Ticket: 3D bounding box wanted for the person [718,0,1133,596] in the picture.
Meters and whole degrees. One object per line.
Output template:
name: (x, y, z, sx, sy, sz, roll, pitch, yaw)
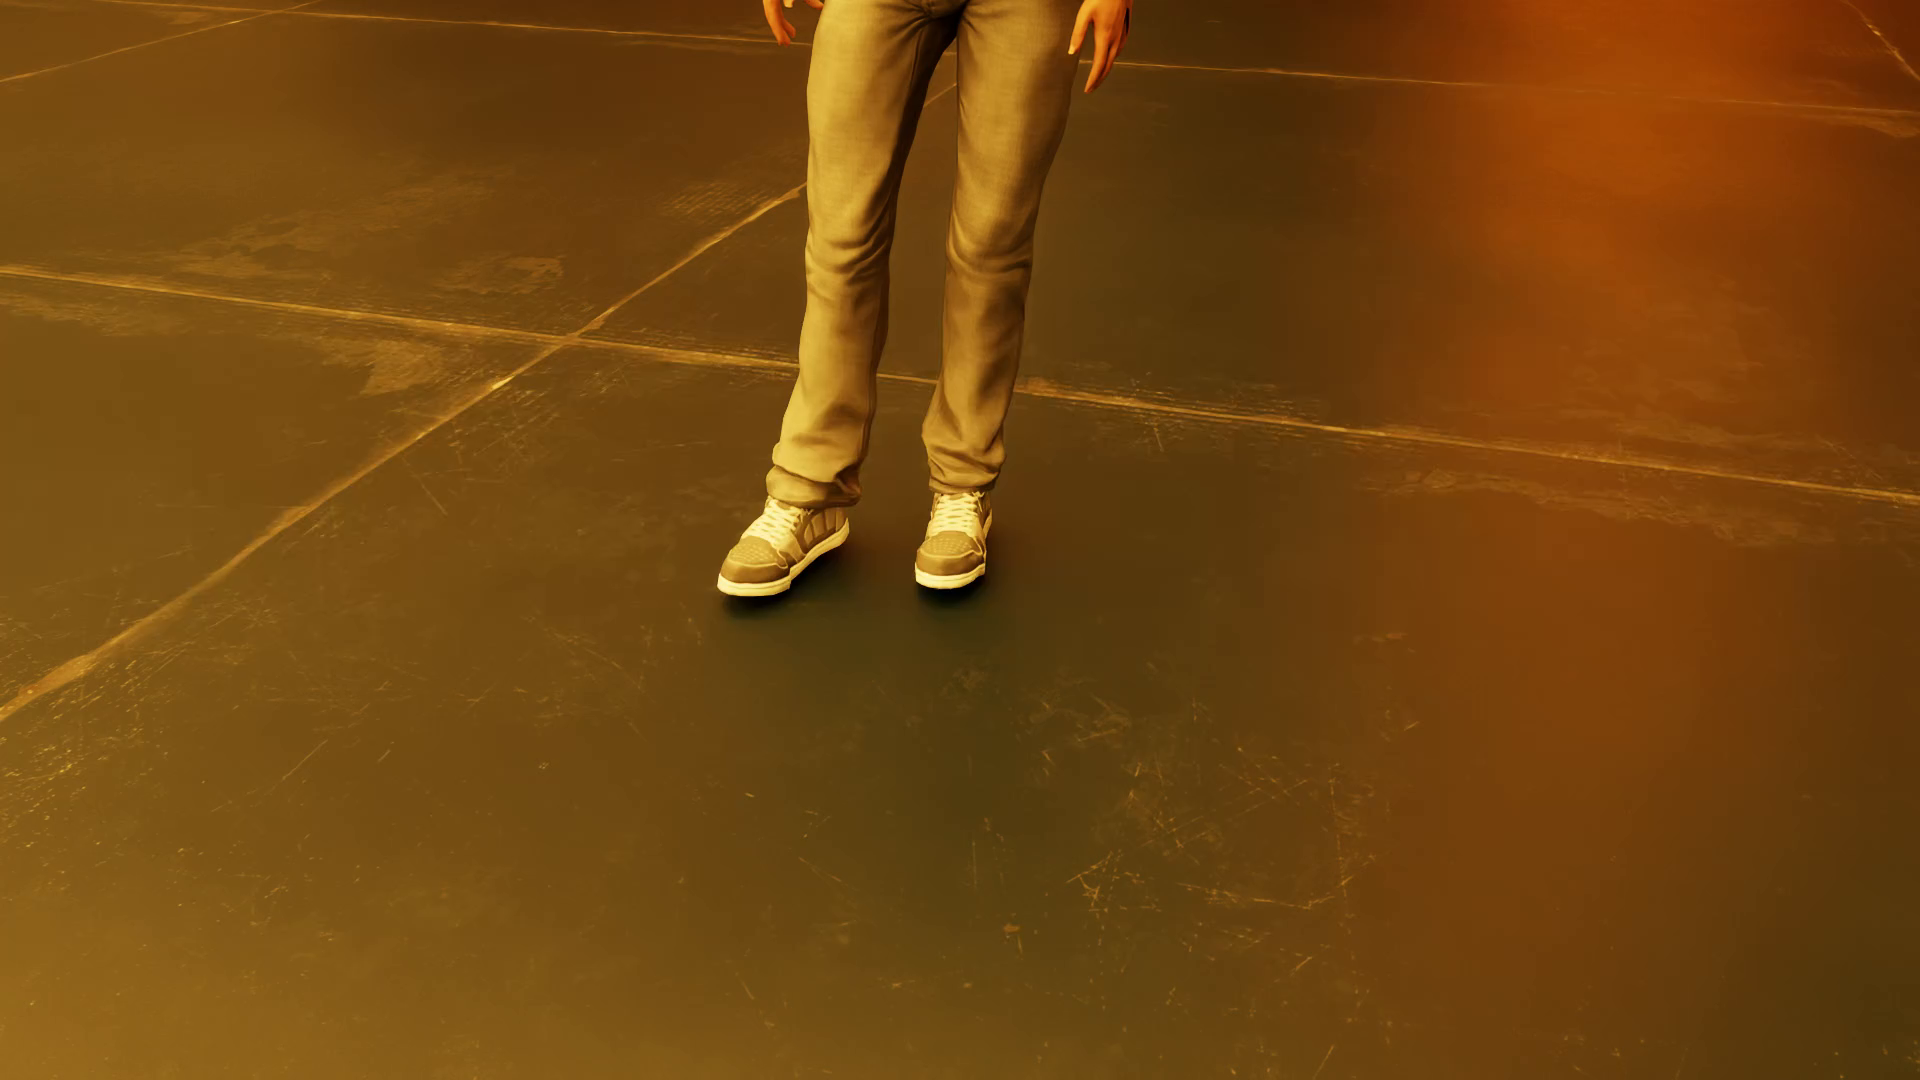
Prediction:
person: (-0.036, -0.682, 2.078, 0.520, 1.582, 0.475, 8, 28, 16)
